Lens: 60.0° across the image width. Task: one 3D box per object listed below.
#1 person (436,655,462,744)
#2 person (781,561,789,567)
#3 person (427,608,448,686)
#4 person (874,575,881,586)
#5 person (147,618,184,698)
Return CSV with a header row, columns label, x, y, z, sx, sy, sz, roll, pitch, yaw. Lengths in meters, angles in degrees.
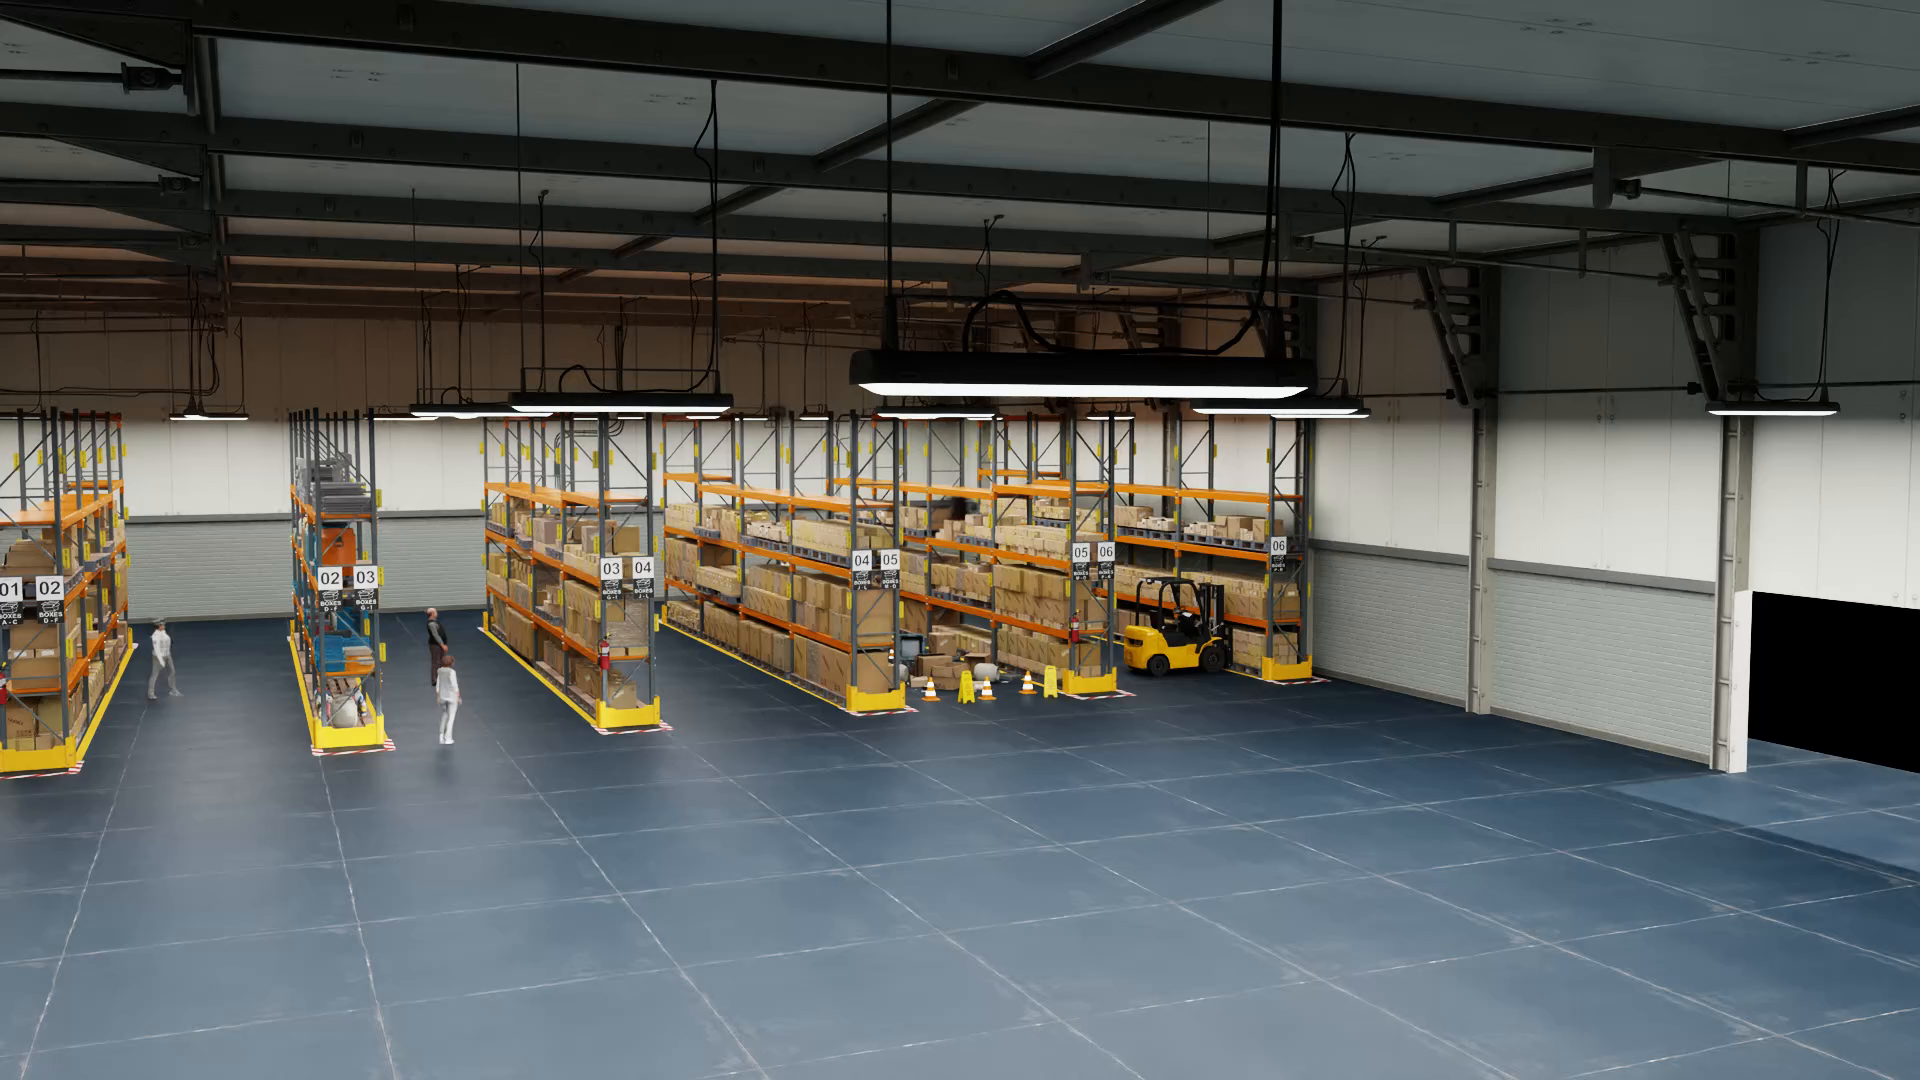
label,x,y,z,sx,sy,sz,roll,pitch,yaw
person,-9.118,2.835,29.645,0.447,1.602,0.414,1,4,9
person,-5.344,1.309,50.522,0.579,1.780,0.445,1,4,7
person,-11.355,2.343,36.243,0.583,1.746,0.610,1,4,7
person,-1.960,1.693,41.329,0.498,1.662,0.370,3,5,33
person,-16.641,2.467,34.723,0.518,1.709,0.631,1,4,12
